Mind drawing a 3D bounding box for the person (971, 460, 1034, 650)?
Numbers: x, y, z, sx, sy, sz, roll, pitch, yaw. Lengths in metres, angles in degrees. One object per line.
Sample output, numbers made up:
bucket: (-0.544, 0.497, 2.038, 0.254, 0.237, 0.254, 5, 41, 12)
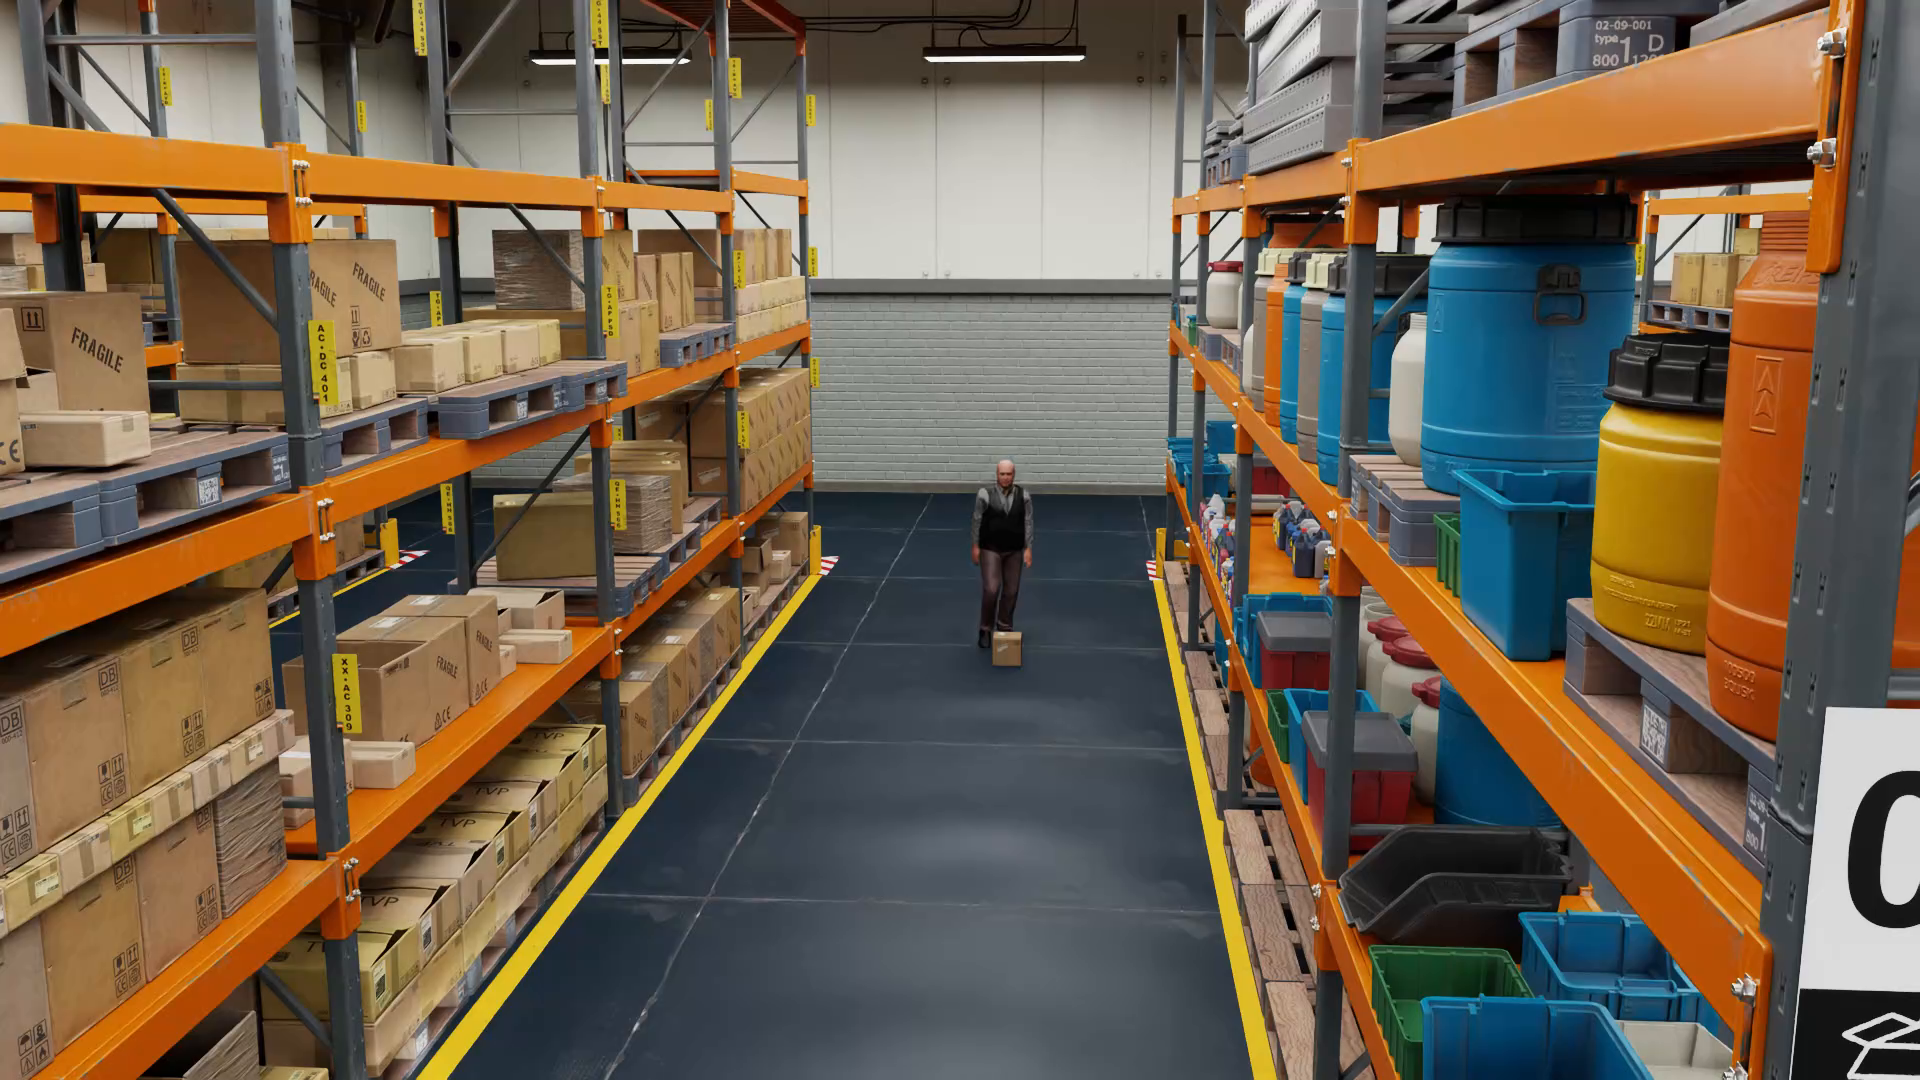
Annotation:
person: (0.400, 0.123, 15.303, 0.550, 1.743, 0.442, -4, 11, -20)
